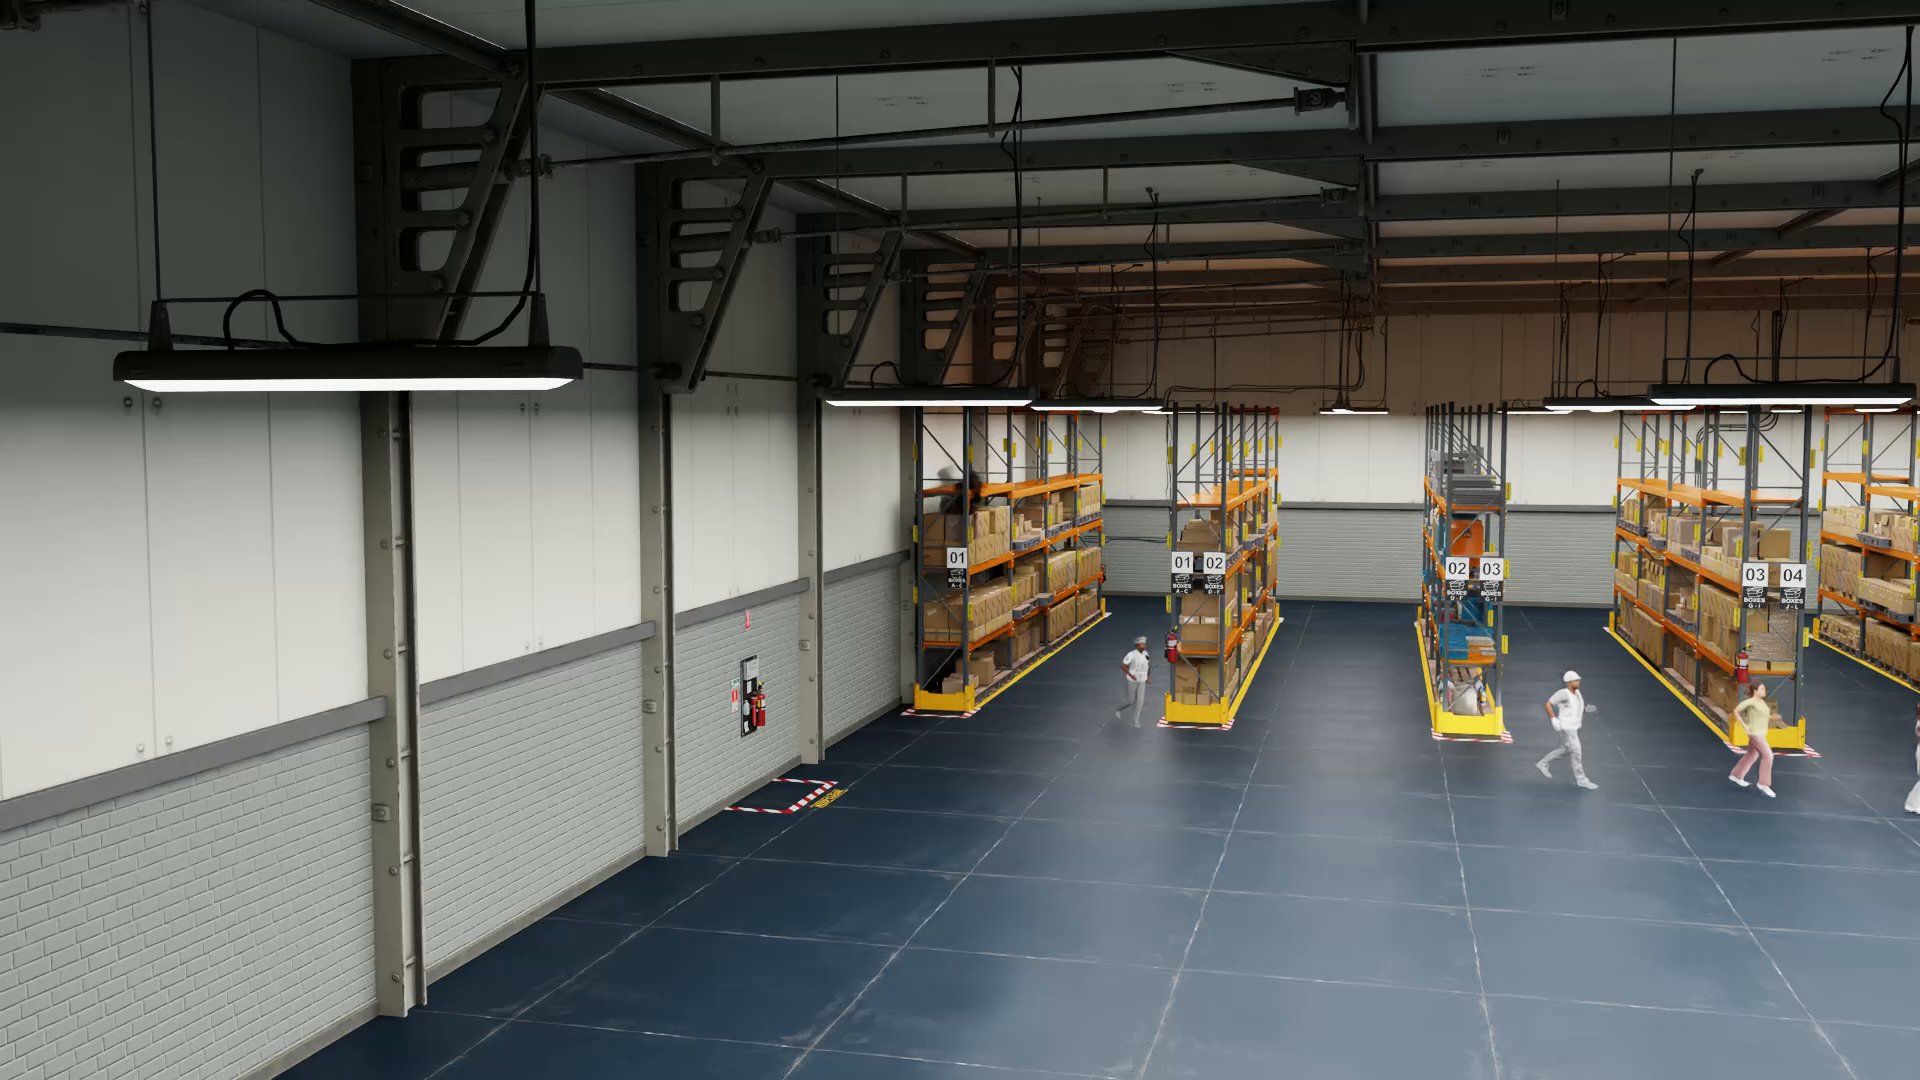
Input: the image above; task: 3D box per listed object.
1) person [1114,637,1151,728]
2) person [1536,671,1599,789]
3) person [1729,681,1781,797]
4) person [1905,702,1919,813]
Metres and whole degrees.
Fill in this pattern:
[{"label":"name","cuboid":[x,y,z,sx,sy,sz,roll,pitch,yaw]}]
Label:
[{"label":"person","cuboid":[3.306,2.615,30.915,0.642,1.646,0.828,-2,5,-23]},{"label":"person","cuboid":[9.386,2.900,25.682,1.004,1.769,0.683,4,6,41]},{"label":"person","cuboid":[12.132,3.008,25.393,0.752,1.722,0.549,4,6,44]},{"label":"person","cuboid":[13.942,3.130,23.875,0.616,1.656,0.532,4,6,43]}]
